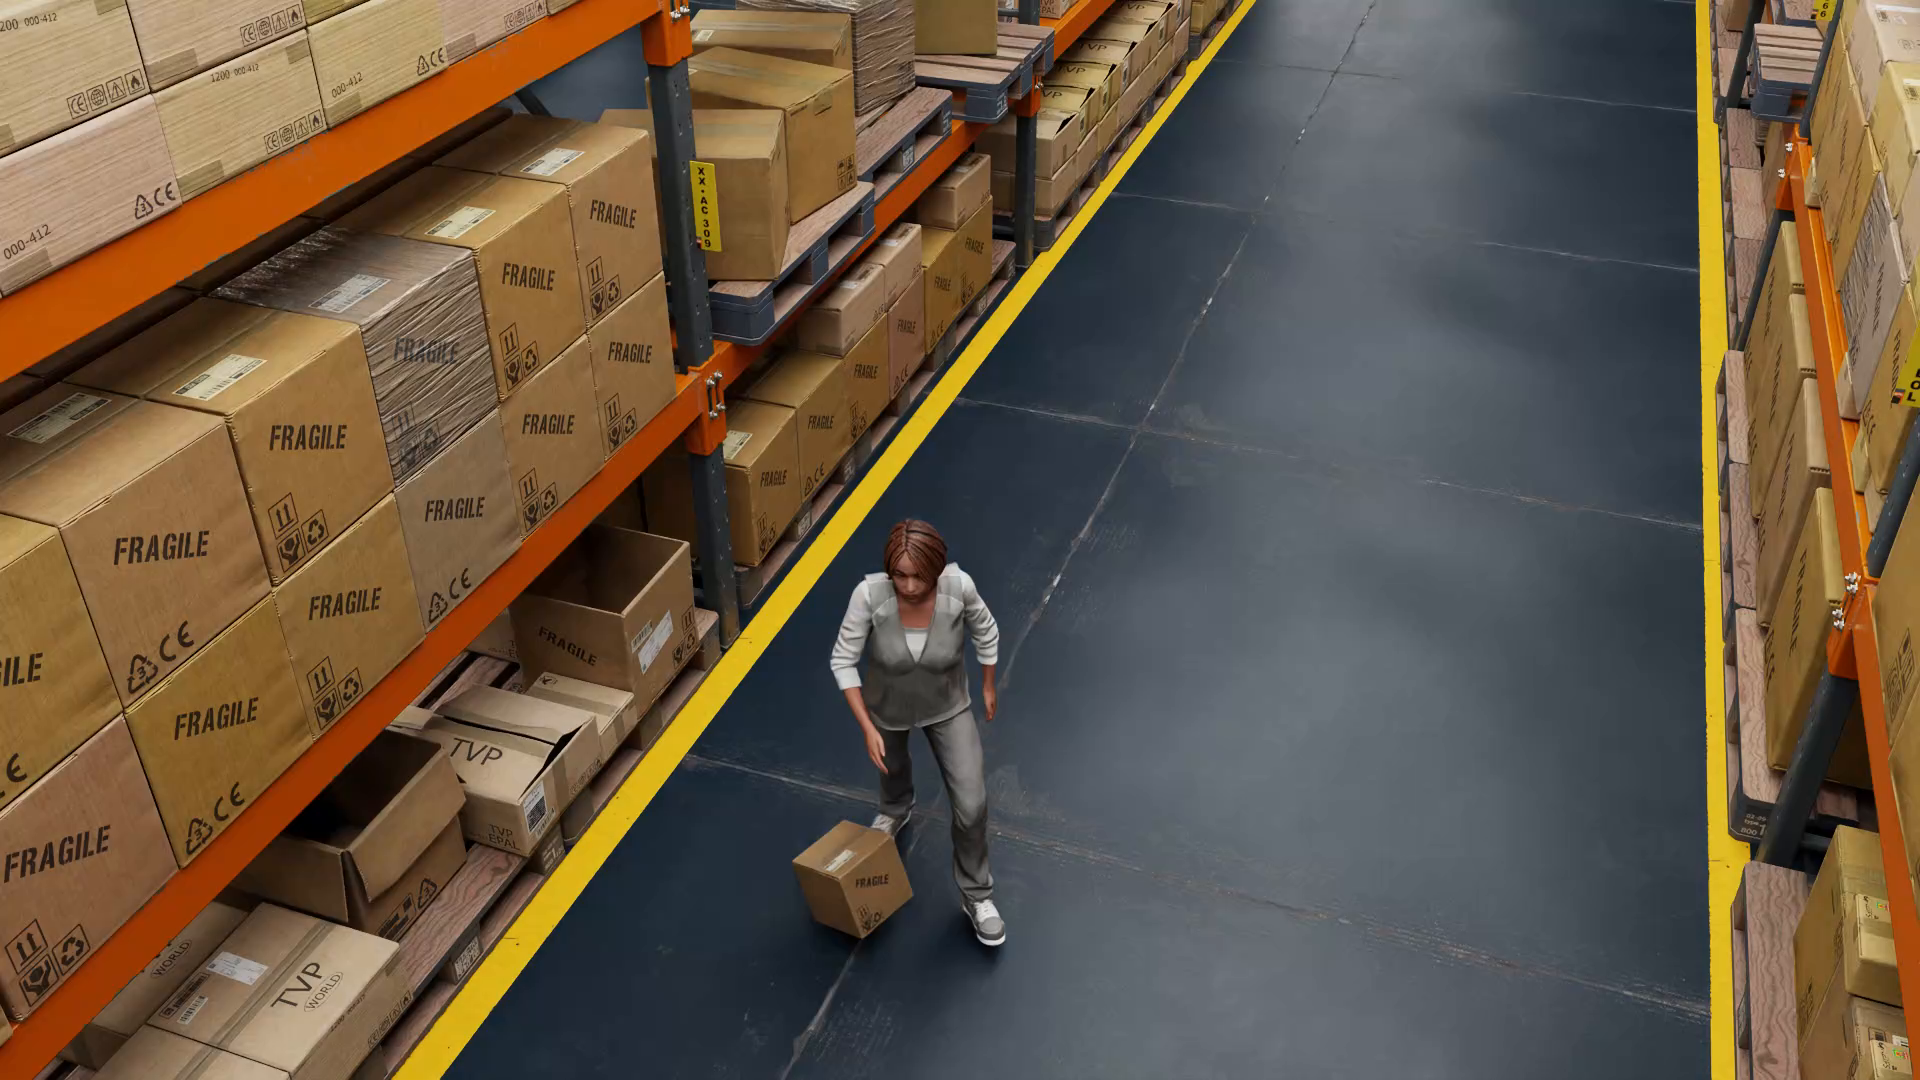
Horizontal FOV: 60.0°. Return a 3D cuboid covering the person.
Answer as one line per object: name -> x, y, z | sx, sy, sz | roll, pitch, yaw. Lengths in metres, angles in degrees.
person -> -0.121, 0.540, 5.365 | 0.559, 1.547, 0.709 | 1, 34, 1
